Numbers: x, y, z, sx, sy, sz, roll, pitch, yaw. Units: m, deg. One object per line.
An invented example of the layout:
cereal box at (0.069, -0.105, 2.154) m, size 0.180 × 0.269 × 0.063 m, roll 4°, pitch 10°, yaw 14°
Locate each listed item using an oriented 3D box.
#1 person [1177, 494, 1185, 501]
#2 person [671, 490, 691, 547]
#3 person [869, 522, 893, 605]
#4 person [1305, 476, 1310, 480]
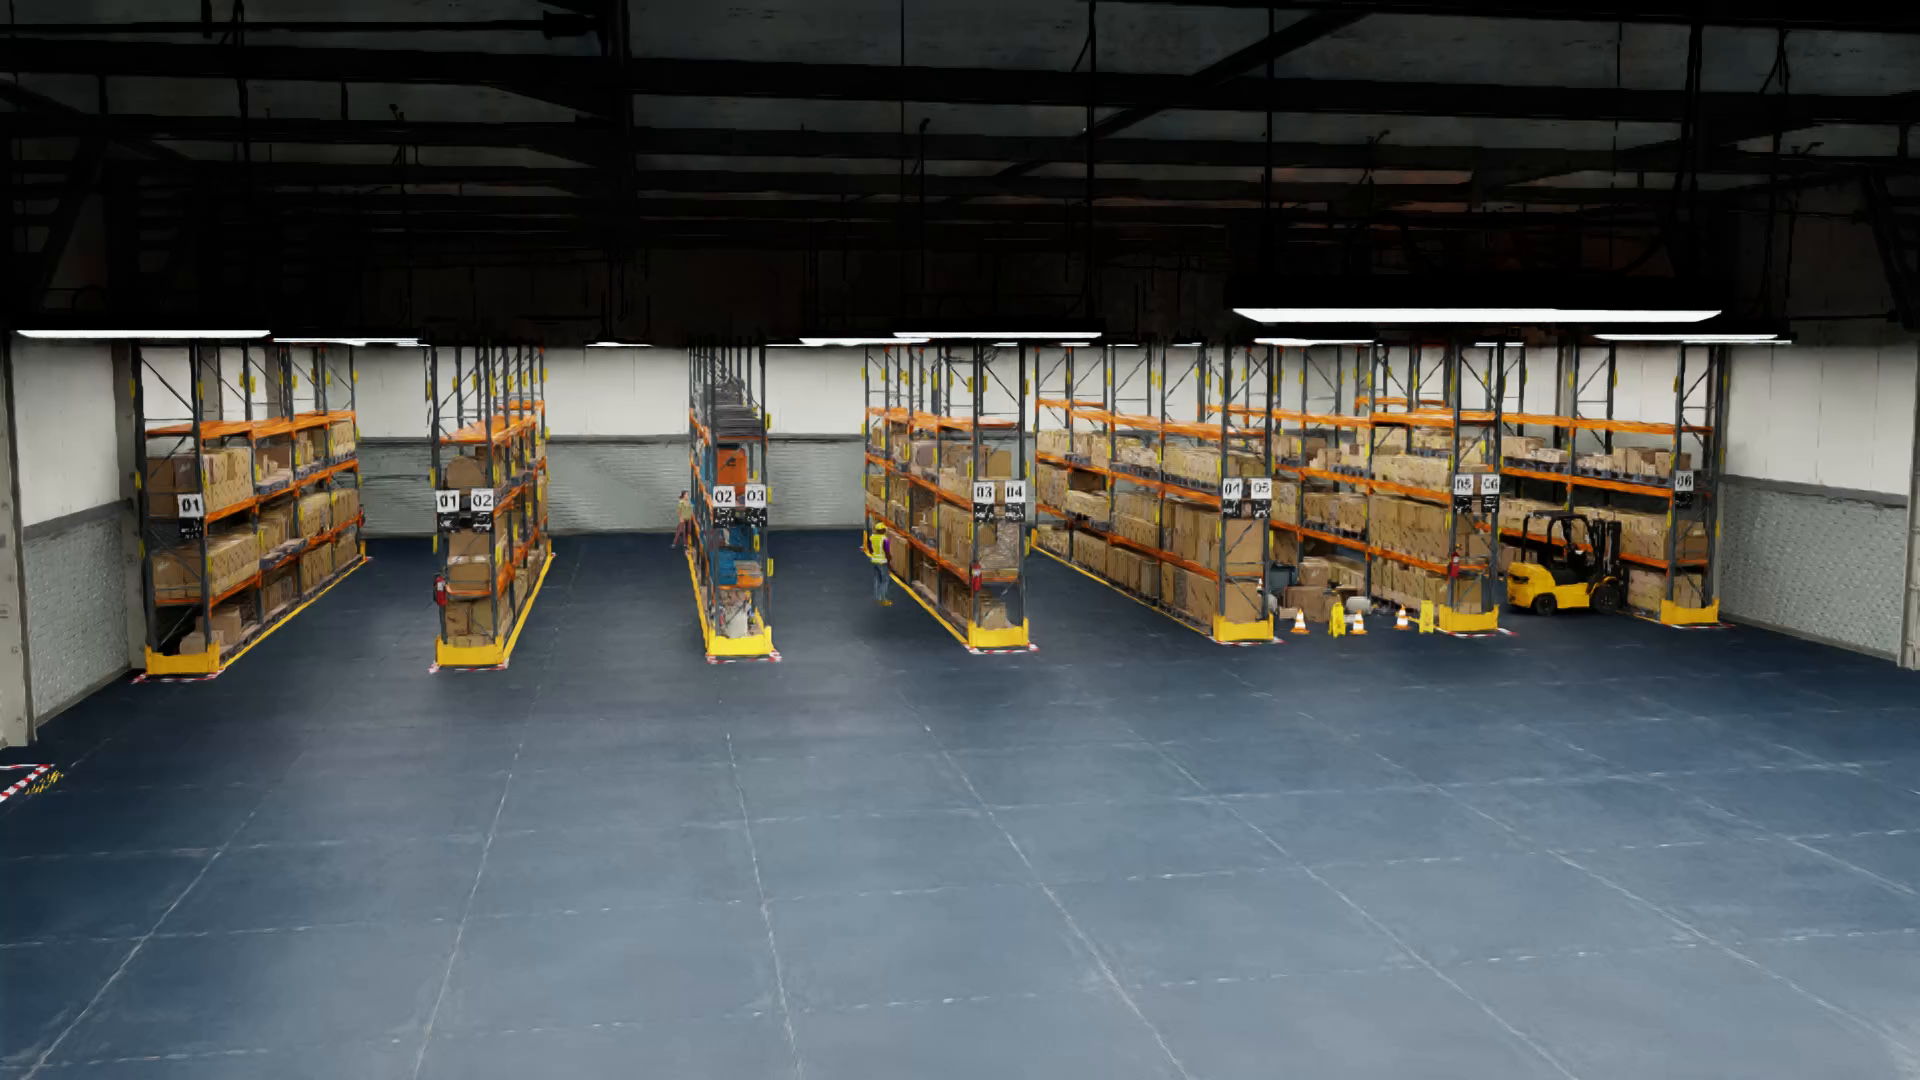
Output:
person at (6.312, -0.590, 47.795) m, size 0.545 × 1.664 × 0.575 m, roll 2°, pitch 7°, yaw 20°
person at (-8.091, -0.614, 48.158) m, size 0.451 × 1.668 × 0.637 m, roll 5°, pitch 8°, yaw 36°
person at (-1.663, 0.482, 35.638) m, size 0.448 × 1.760 × 0.632 m, roll -6°, pitch 9°, yaw -42°
person at (11.396, -1.297, 54.320) m, size 0.460 × 1.586 × 0.529 m, roll -6°, pitch 9°, yaw -42°
